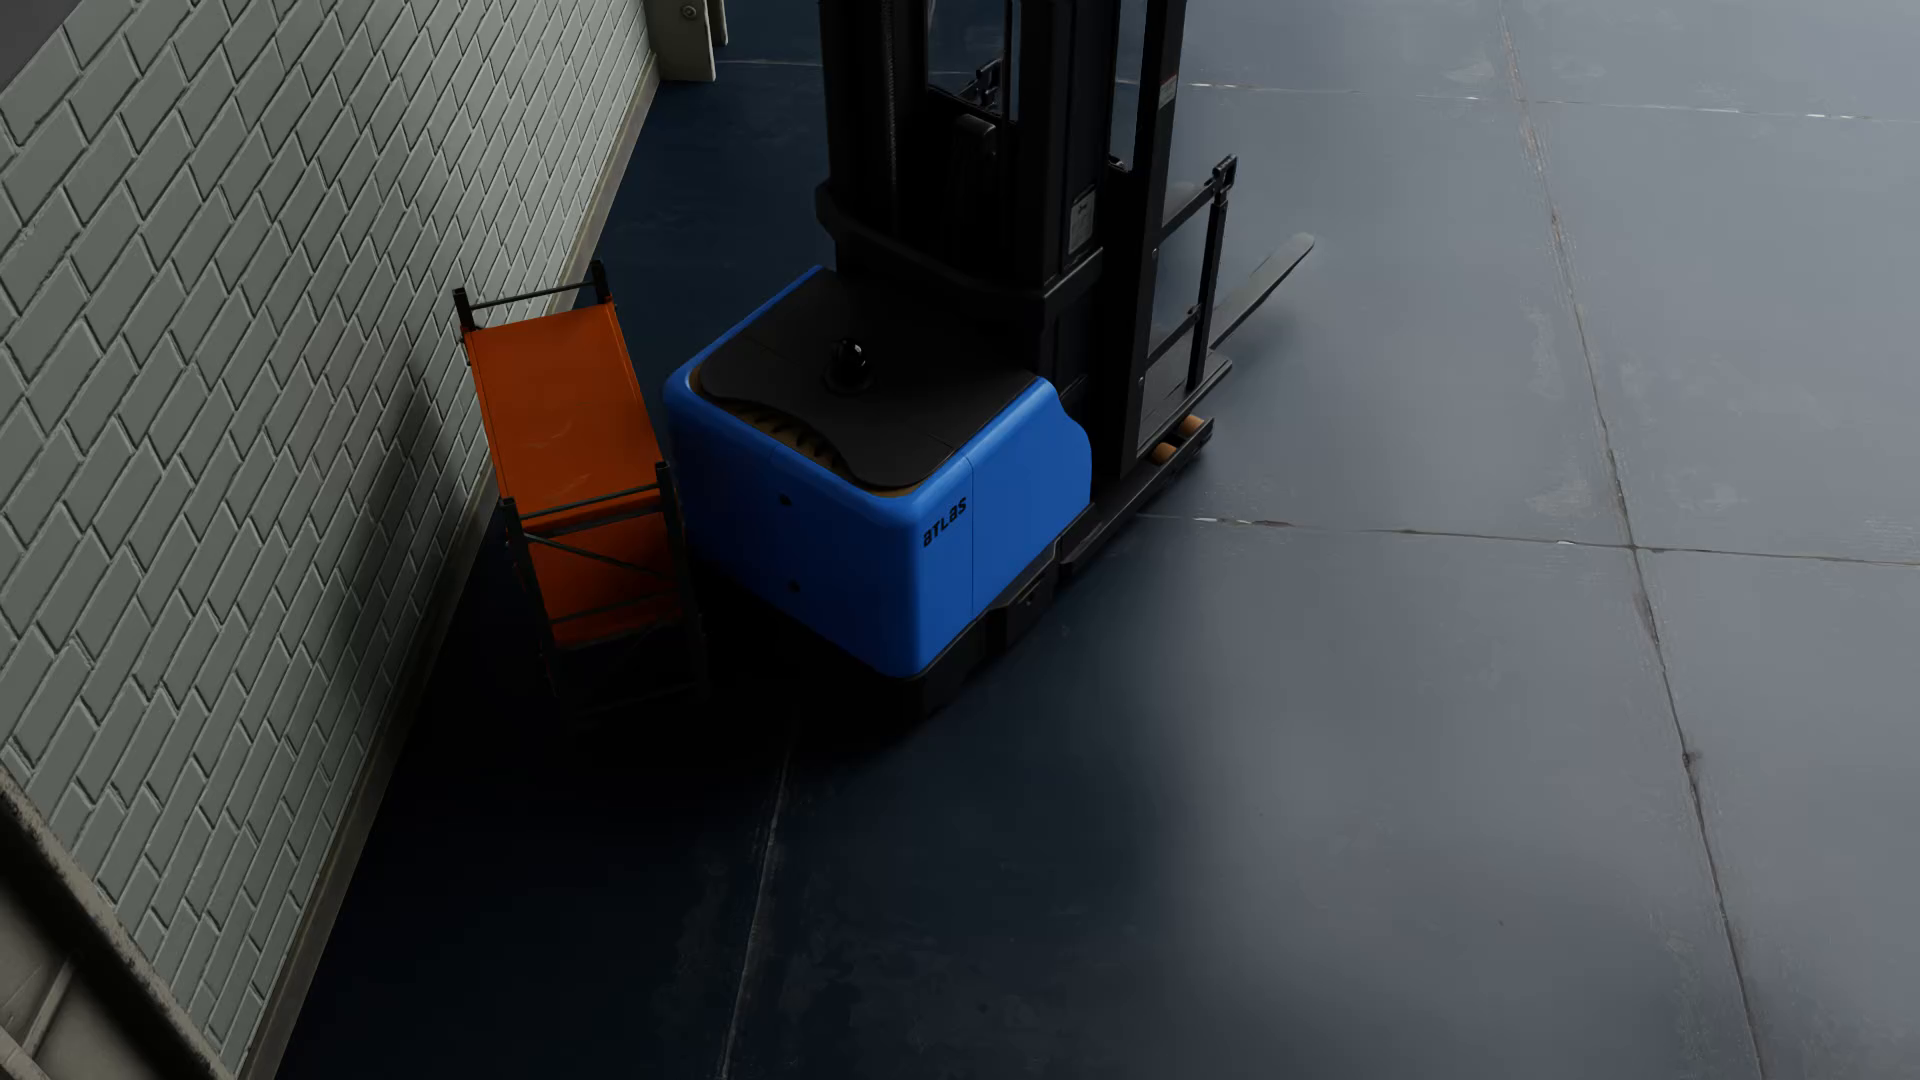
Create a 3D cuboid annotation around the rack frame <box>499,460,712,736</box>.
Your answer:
[{"bbox_3d":[-1.099,0.212,5.294,0.500,1.125,0.032,-15,49,-13],"label":"rack frame"}]

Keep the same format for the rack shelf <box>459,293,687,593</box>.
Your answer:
[{"bbox_3d":[-1.267,-0.339,5.401,0.538,0.278,1.000,-15,49,-13],"label":"rack shelf"}]

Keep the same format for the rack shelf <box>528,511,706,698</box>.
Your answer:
[{"bbox_3d":[-1.267,0.023,5.798,0.538,0.278,1.000,-15,49,-13],"label":"rack shelf"}]

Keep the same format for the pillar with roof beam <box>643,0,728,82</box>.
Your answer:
[{"bbox_3d":[2.914,-5.207,4.914,9.100,9.000,0.400,4,48,4],"label":"pillar with roof beam"}]

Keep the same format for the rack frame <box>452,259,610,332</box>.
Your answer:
[{"bbox_3d":[-1.435,-0.496,5.941,0.500,1.125,0.032,-15,49,-13],"label":"rack frame"}]

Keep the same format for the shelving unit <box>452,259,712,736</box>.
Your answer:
[{"bbox_3d":[-1.267,-0.142,5.617,0.538,1.125,1.048,-15,49,-13],"label":"shelving unit"}]

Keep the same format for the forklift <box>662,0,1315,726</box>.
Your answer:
[{"bbox_3d":[0.336,-1.406,5.549,1.130,2.935,3.031,30,54,24],"label":"forklift"}]
